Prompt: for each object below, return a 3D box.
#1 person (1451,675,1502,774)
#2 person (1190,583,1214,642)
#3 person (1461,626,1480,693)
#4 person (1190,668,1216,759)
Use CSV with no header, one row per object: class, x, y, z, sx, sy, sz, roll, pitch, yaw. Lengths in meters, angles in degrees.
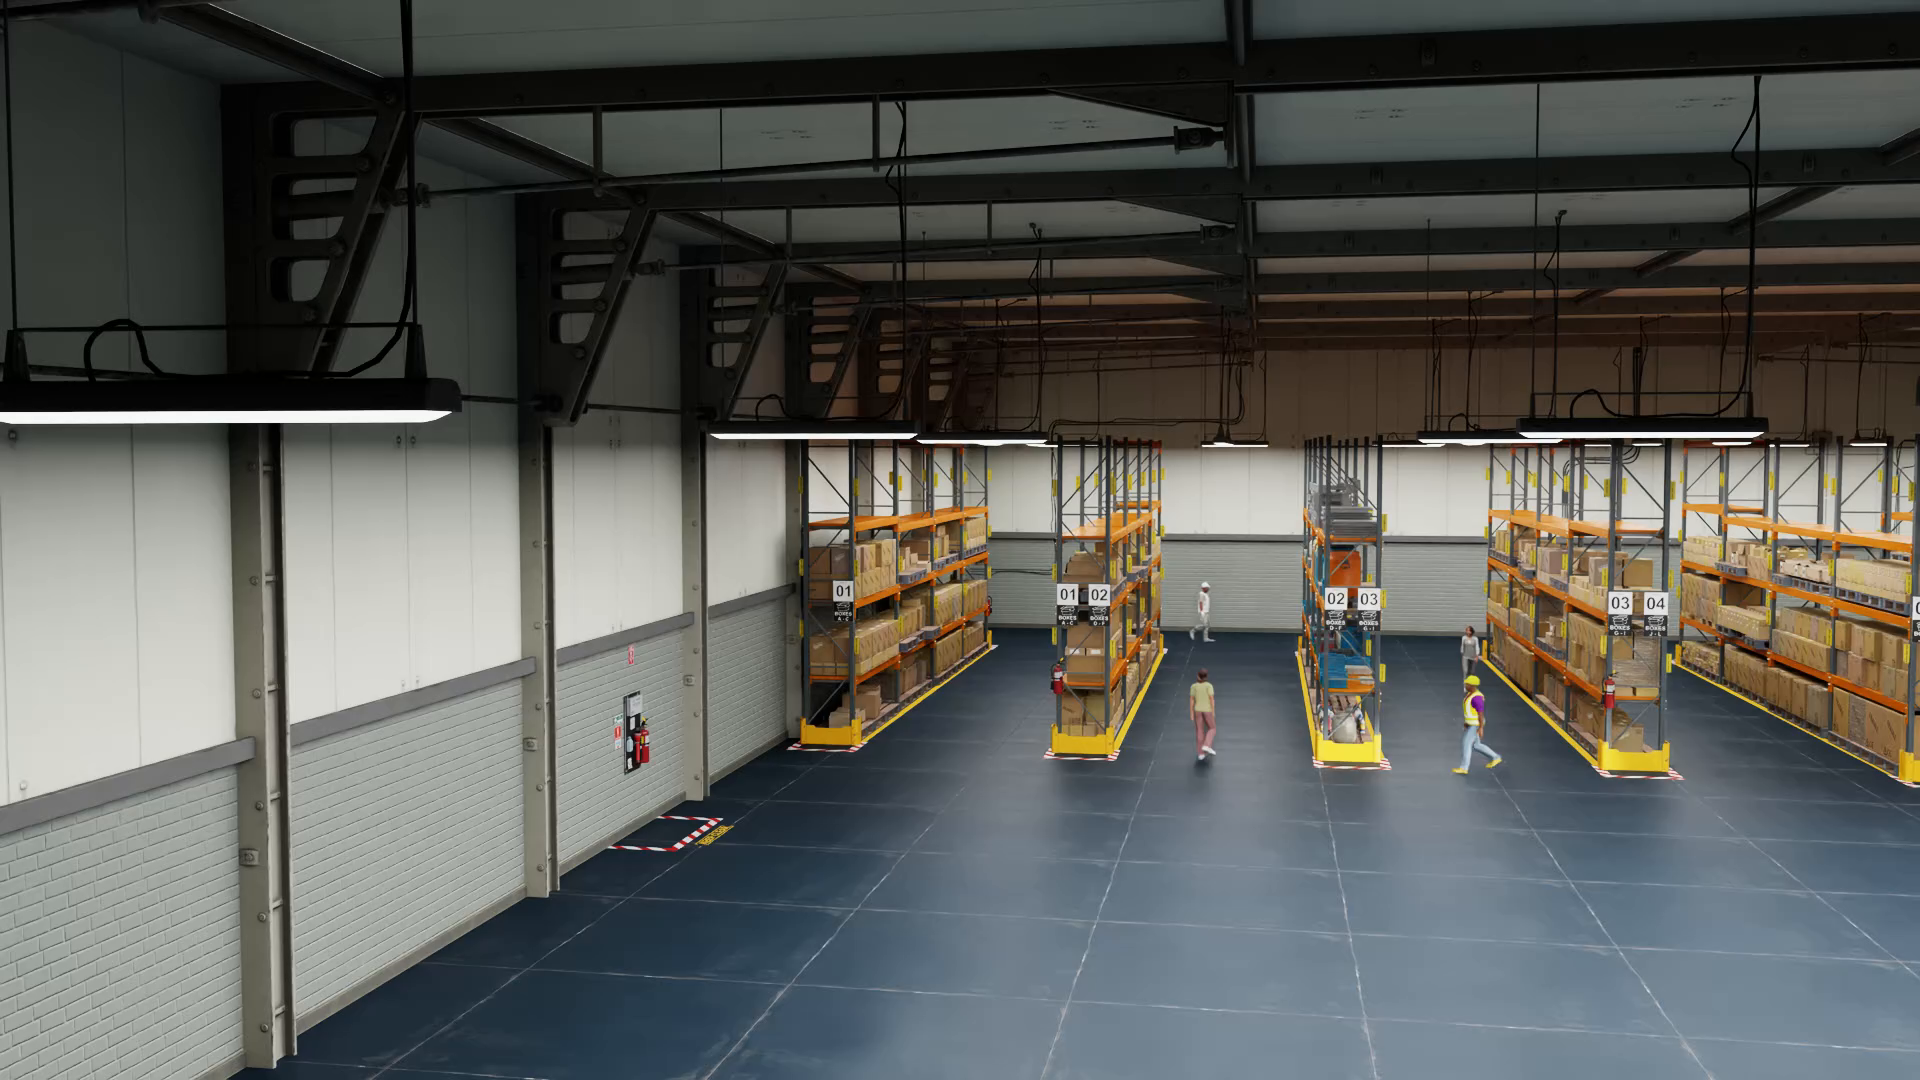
person,9.142,3.259,29.416,0.961,1.737,0.609,0,3,-4
person,7.197,2.152,49.479,0.680,1.778,0.616,1,3,22
person,12.020,2.821,39.191,0.432,1.521,0.903,1,3,19
person,4.505,3.216,30.838,0.494,1.660,0.471,1,3,21
